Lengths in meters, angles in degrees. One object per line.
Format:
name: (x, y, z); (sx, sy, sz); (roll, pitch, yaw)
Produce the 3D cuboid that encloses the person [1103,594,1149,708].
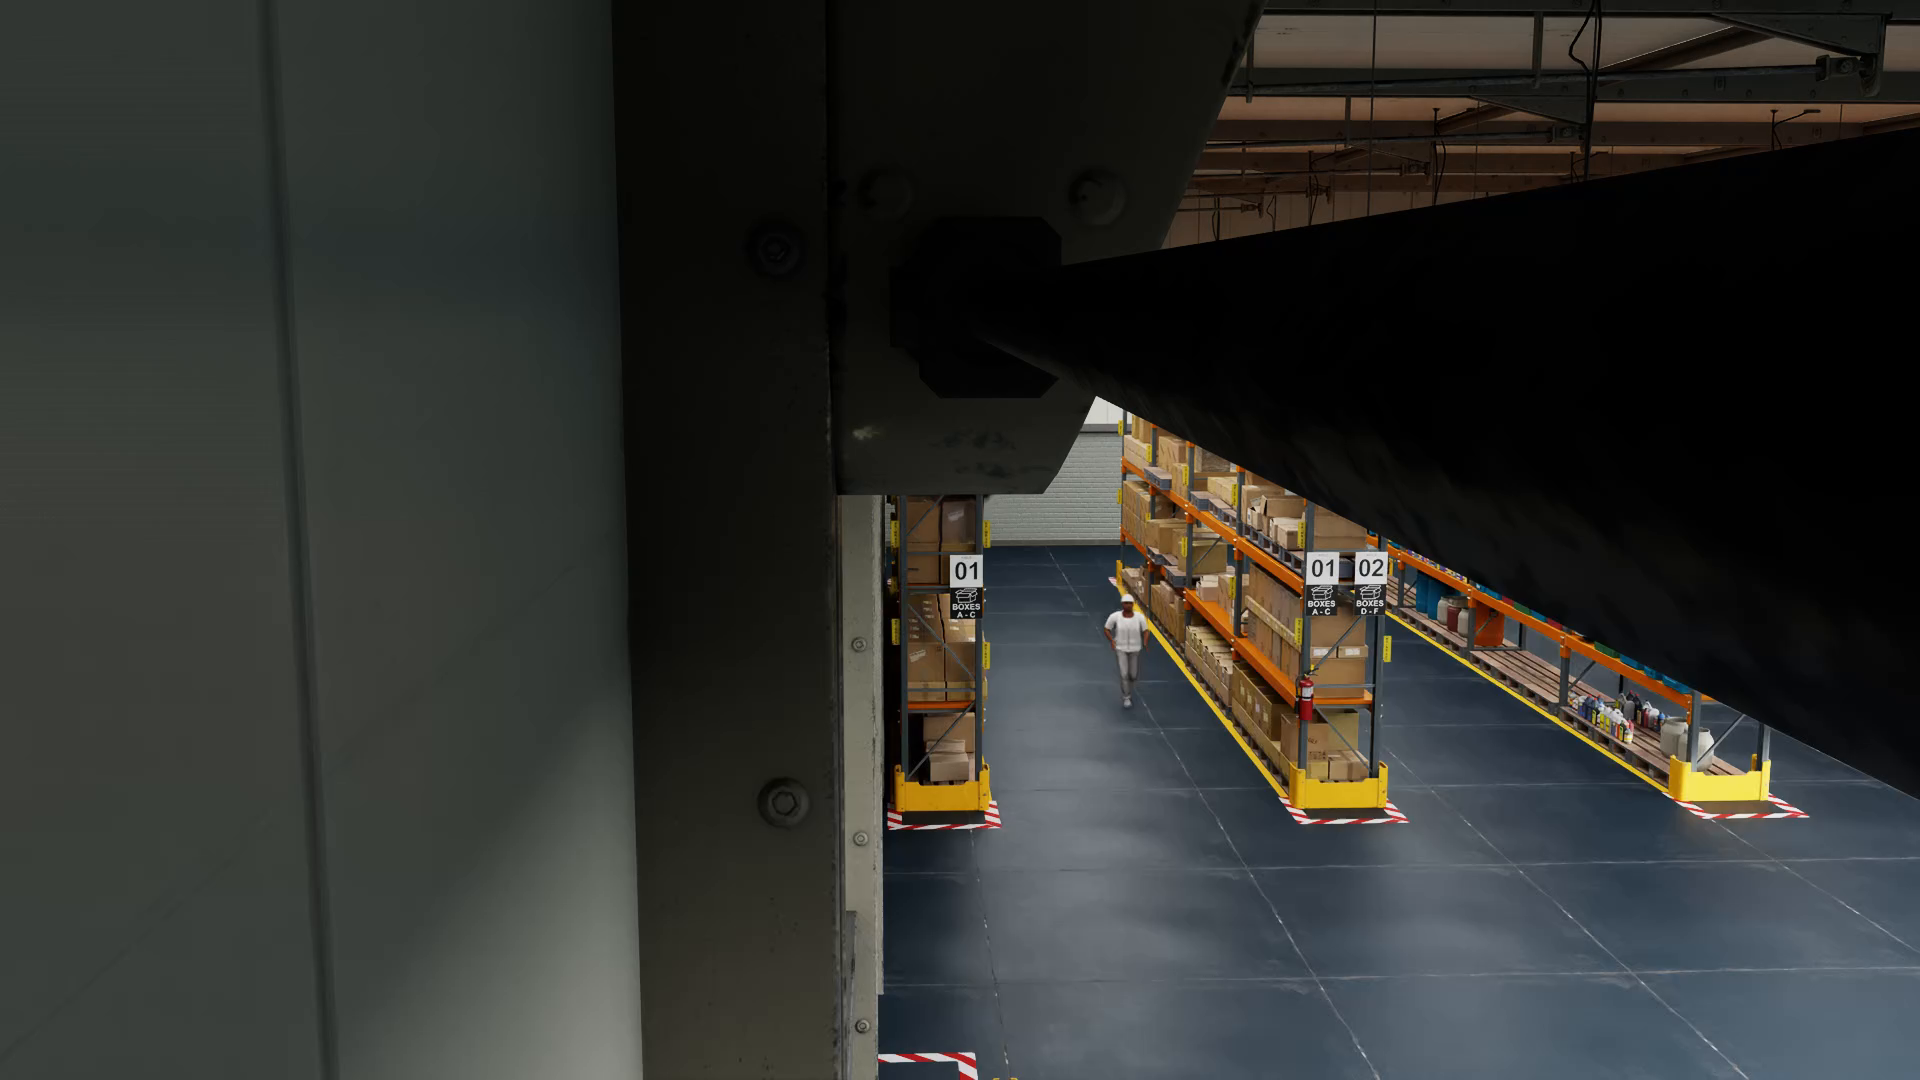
person: (2.583, 1.691, 25.819); (0.701, 1.732, 0.680); (0, 8, -1)
